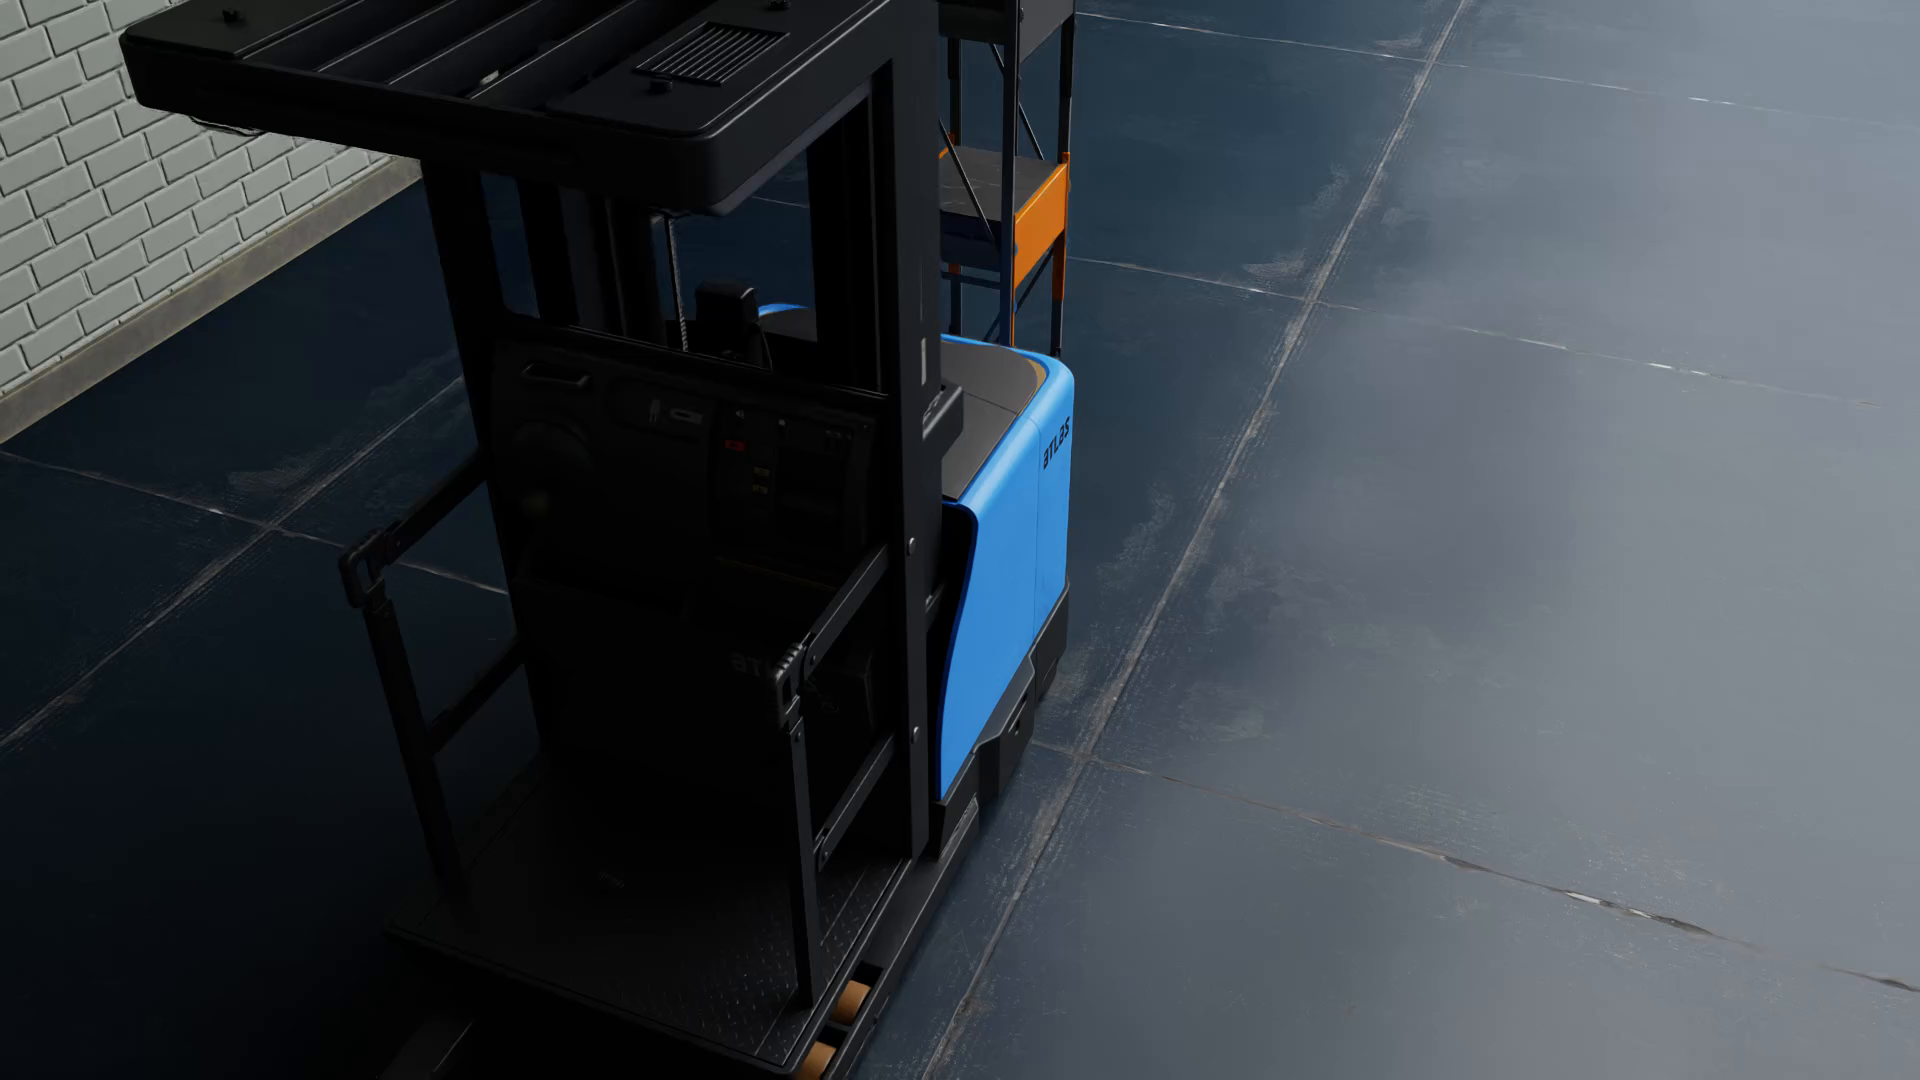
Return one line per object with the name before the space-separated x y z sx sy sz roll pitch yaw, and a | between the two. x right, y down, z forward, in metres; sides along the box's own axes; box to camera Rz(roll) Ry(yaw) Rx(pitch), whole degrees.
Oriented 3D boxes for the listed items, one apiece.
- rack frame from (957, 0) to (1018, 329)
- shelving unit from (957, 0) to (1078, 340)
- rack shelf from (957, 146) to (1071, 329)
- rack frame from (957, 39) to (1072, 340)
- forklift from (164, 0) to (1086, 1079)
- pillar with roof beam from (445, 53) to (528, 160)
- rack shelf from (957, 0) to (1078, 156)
rack frame | -0.030 -0.798 5.063 0.400 2.100 0.015 14 39 18
shelving unit | 0.063 -0.933 5.244 0.431 2.100 0.503 14 39 18
rack shelf | 0.063 -0.922 5.252 0.431 0.518 0.480 14 39 18
rack frame | 0.156 -1.068 5.425 0.400 2.100 0.015 14 39 18
forklift | -0.656 -0.167 3.525 1.130 2.935 3.031 14 39 18
pillar with roof beam | 1.626 -4.600 4.388 9.100 9.000 0.400 14 39 18
rack shelf | 0.063 -1.482 4.833 0.431 0.518 0.480 14 39 18
